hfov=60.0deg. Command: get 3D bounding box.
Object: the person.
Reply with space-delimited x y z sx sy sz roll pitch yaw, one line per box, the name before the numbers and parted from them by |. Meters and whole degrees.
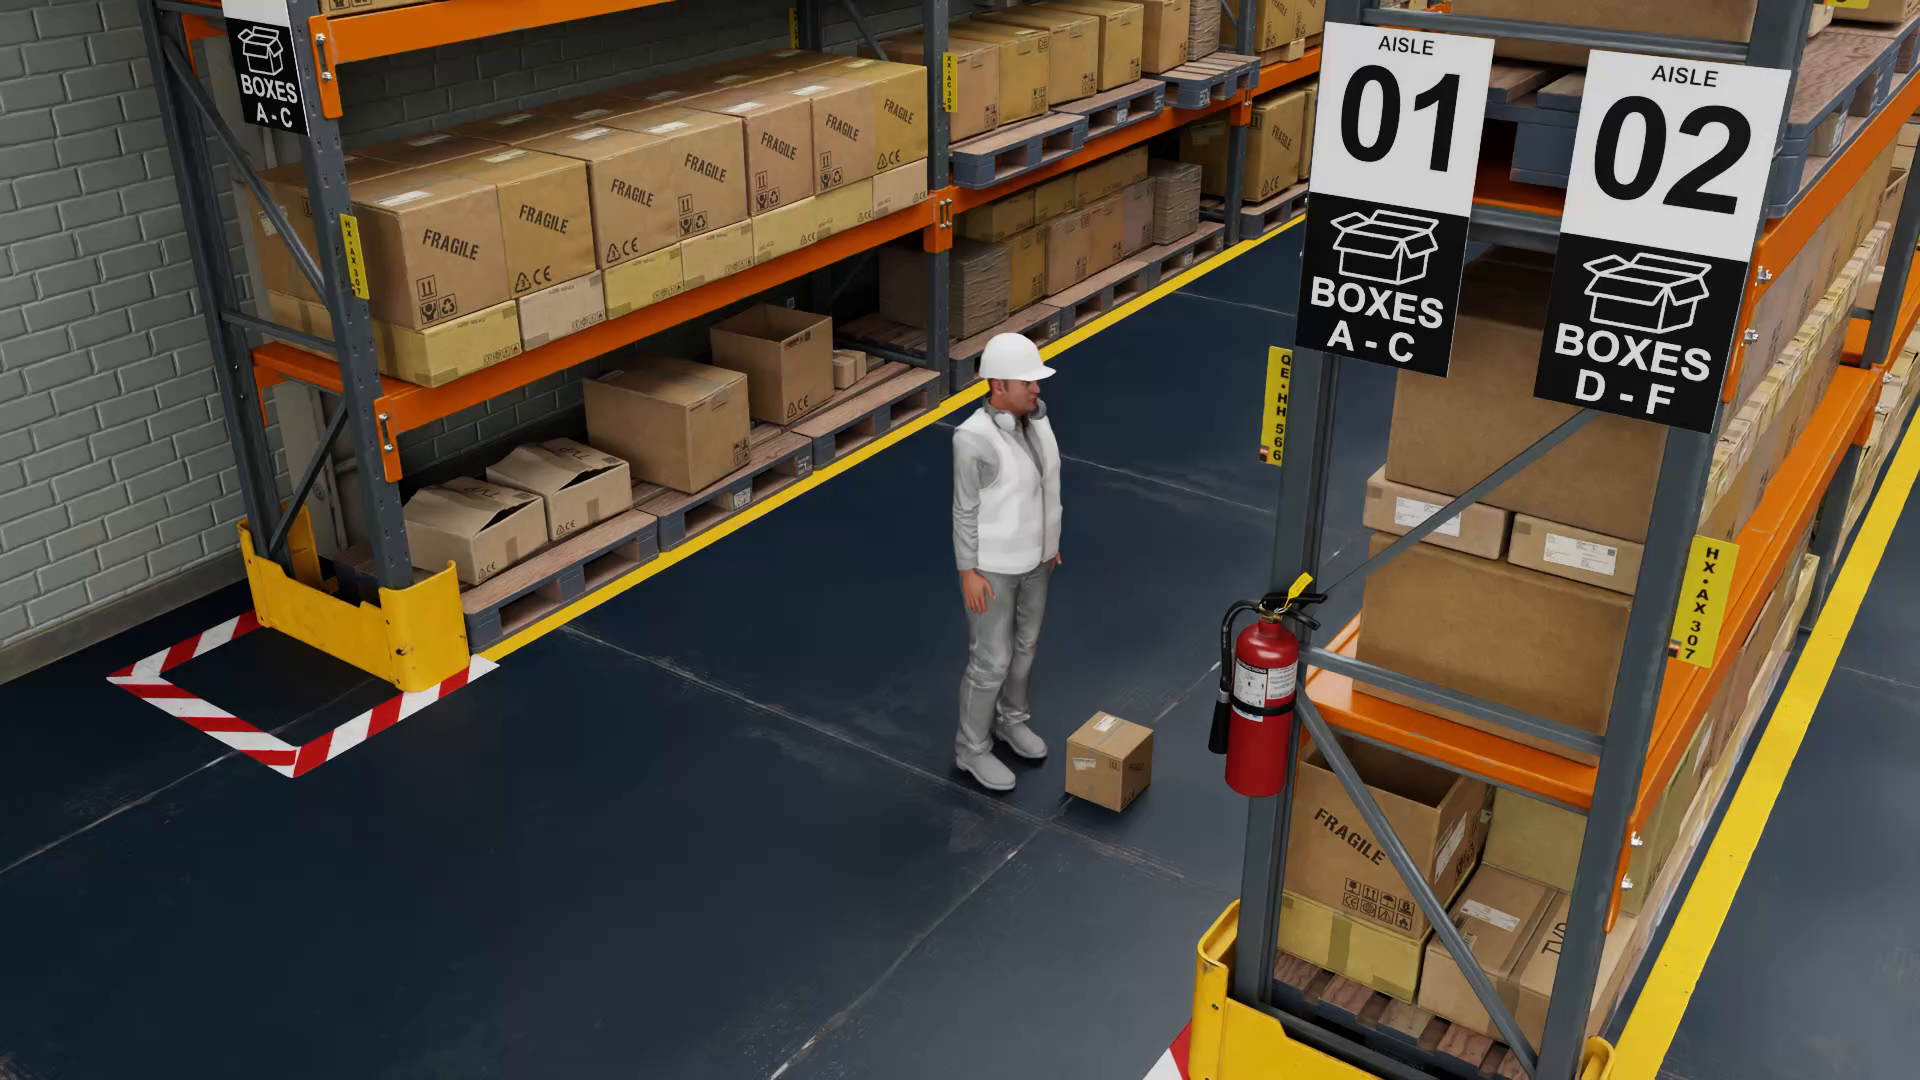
person | 0.205 0.062 6.447 0.399 1.779 0.576 21 33 35
